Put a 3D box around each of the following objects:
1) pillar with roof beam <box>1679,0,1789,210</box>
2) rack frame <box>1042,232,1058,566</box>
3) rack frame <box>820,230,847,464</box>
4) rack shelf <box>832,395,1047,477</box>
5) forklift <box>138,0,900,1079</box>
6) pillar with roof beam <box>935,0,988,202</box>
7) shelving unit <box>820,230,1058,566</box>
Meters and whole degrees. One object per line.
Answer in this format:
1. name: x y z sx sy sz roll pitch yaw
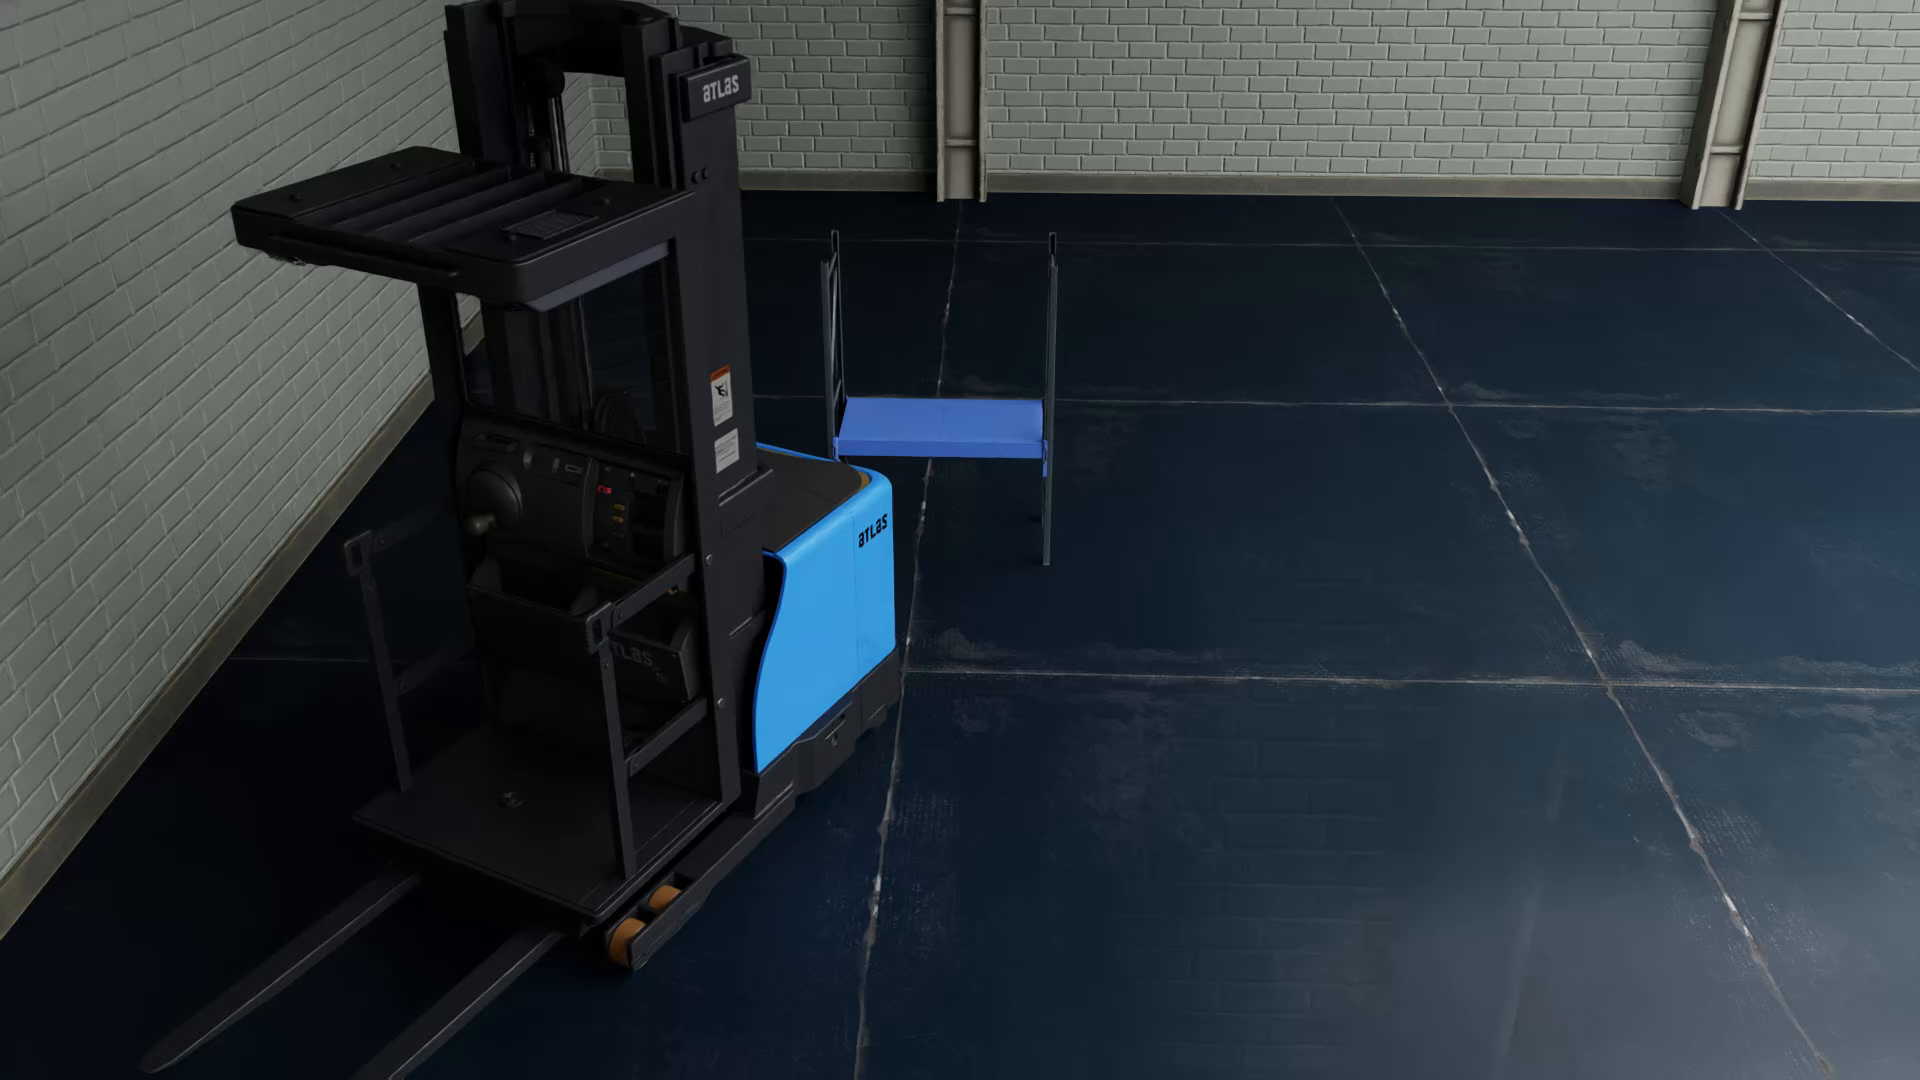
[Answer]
1. pillar with roof beam: 5.859 -4.658 7.429 0.400 9.000 9.100 1 28 2
2. rack frame: 0.423 -0.656 7.886 0.032 1.500 0.500 1 28 2
3. rack frame: -0.593 -0.672 7.917 0.032 1.500 0.500 1 28 2
4. rack shelf: -0.085 -0.505 7.986 1.000 0.185 0.538 1 28 2
5. forklift: -1.393 -0.105 5.319 1.130 2.935 3.031 14 31 25
6. pillar with roof beam: -0.137 -4.757 7.616 0.400 9.000 9.100 1 28 2
7. shelving unit: -0.085 -0.664 7.901 1.048 1.500 0.538 1 28 2
